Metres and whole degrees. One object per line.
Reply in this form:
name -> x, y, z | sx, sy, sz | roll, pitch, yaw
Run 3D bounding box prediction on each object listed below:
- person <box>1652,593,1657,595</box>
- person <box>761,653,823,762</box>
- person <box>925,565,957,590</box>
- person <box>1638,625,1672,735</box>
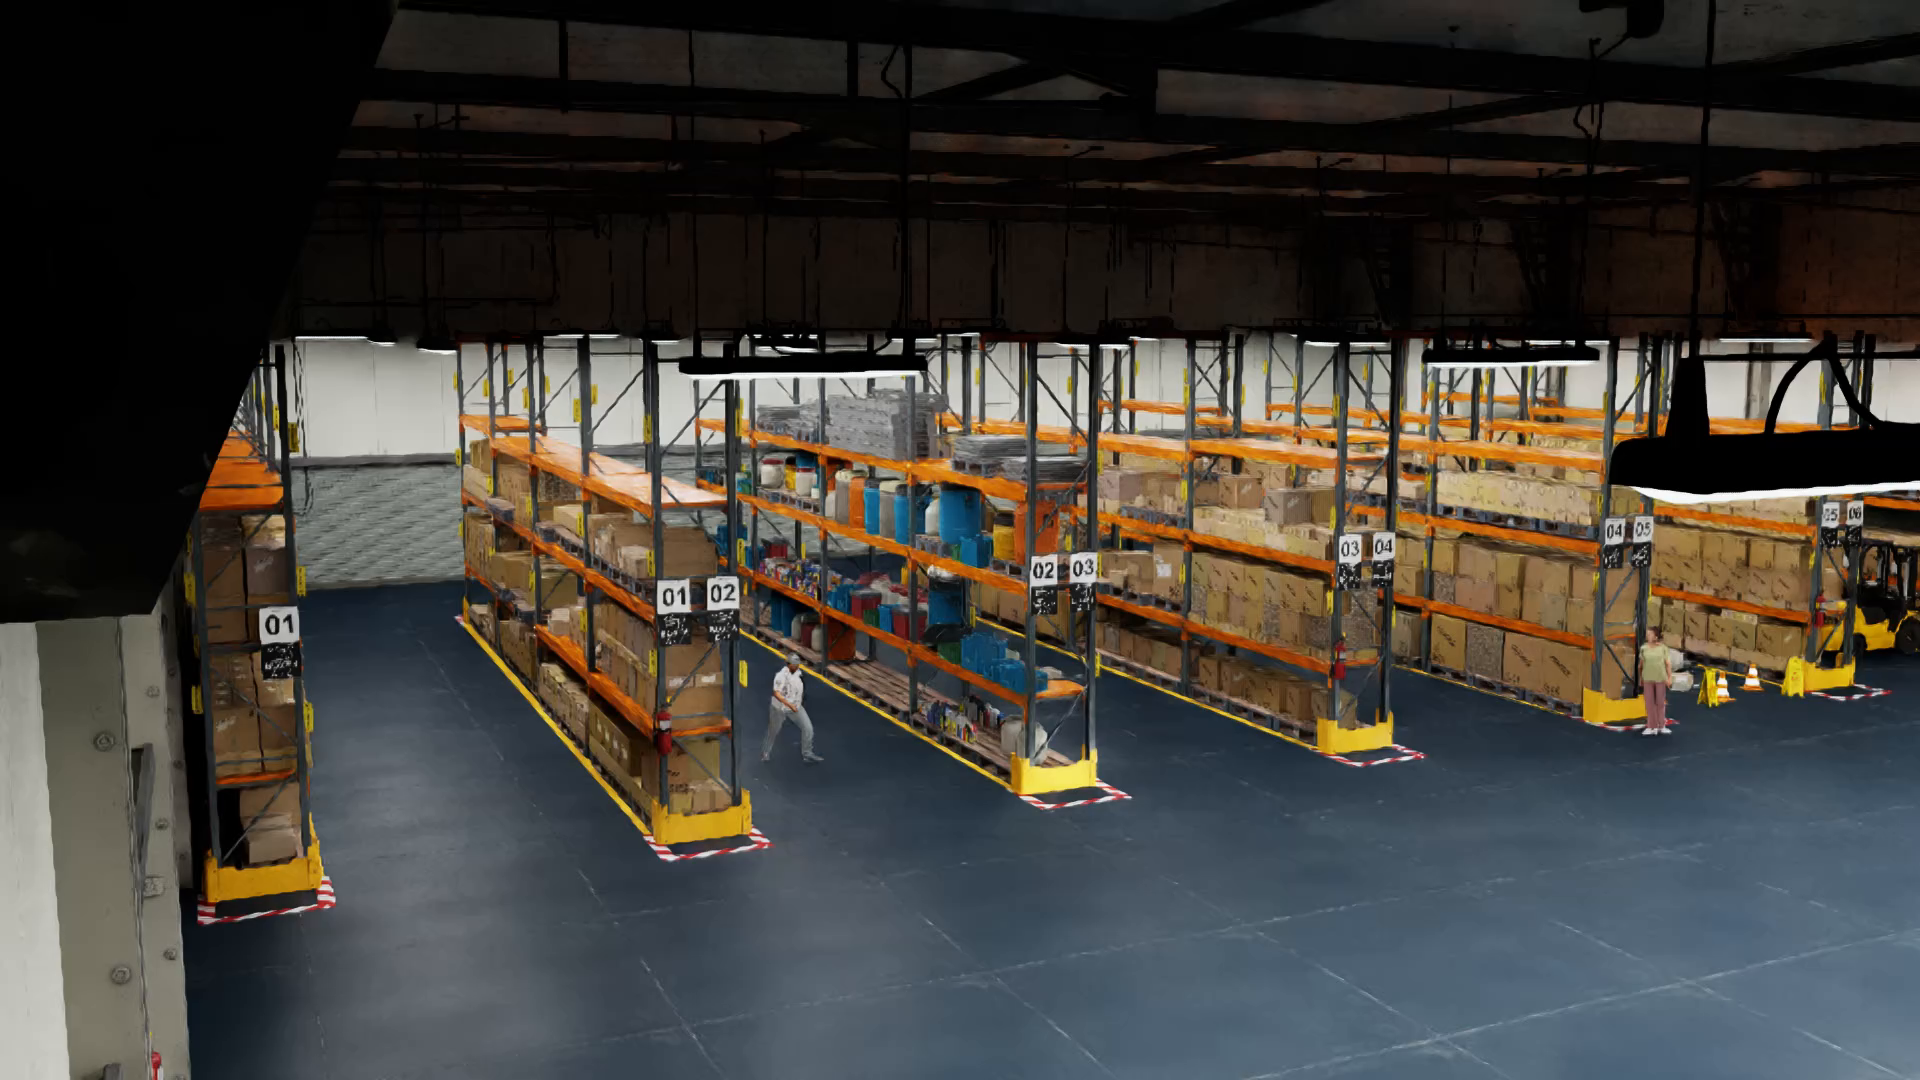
person -> 14.153, 0.965, 33.899 | 0.512, 1.592, 0.523 | 1, 8, 8
person -> -2.439, 2.363, 23.615 | 0.660, 1.591, 0.811 | -7, 10, -42
person -> -0.365, 1.021, 33.179 | 0.682, 1.715, 0.542 | -4, 9, -25
person -> 10.553, 2.128, 25.230 | 0.515, 1.654, 0.420 | 4, 9, 28
